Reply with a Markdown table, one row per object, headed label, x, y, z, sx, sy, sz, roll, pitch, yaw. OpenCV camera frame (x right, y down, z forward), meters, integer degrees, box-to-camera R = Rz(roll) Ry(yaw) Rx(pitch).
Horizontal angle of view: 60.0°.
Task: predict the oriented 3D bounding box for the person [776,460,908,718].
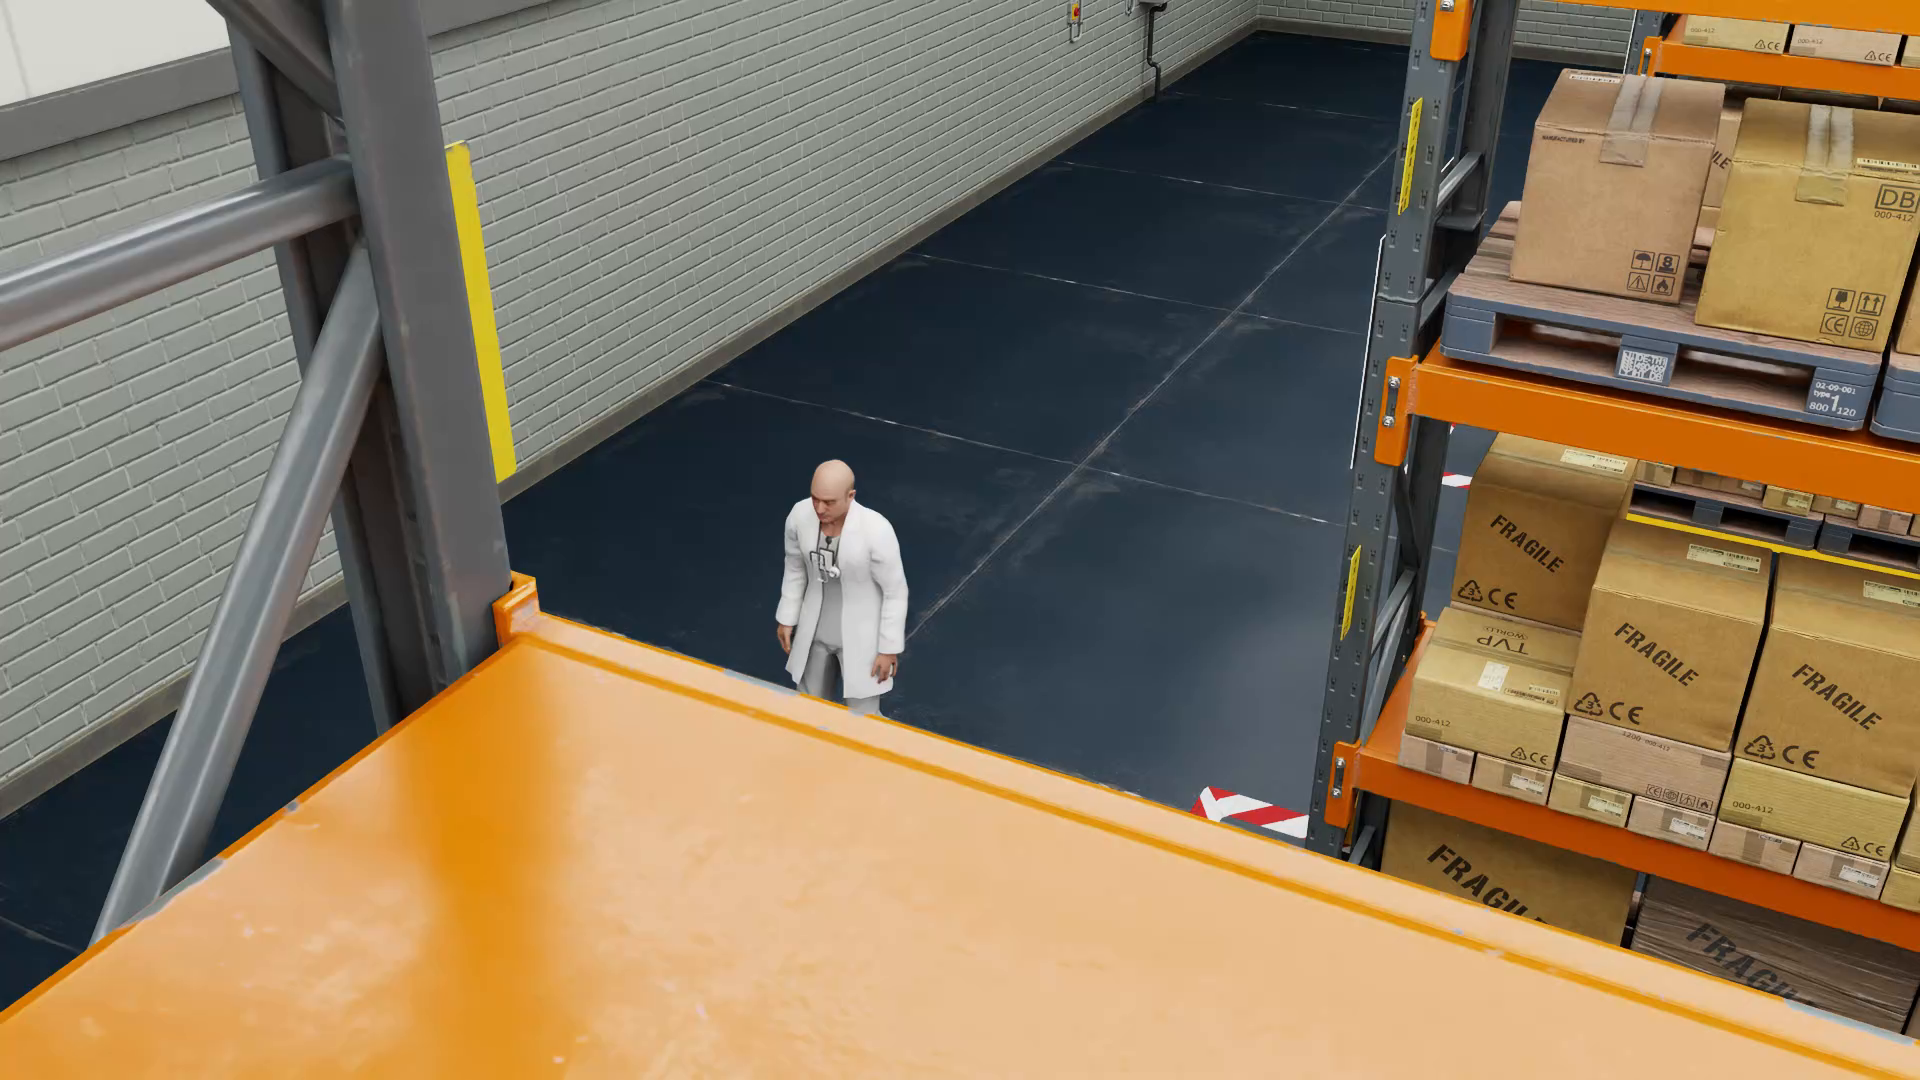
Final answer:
| label | x | y | z | sx | sy | sz | roll | pitch | yaw |
| --- | --- | --- | --- | --- | --- | --- | --- | --- | --- |
| person | -0.529 | 0.440 | 7.404 | 0.643 | 1.742 | 0.423 | 14 | 33 | 24 |
